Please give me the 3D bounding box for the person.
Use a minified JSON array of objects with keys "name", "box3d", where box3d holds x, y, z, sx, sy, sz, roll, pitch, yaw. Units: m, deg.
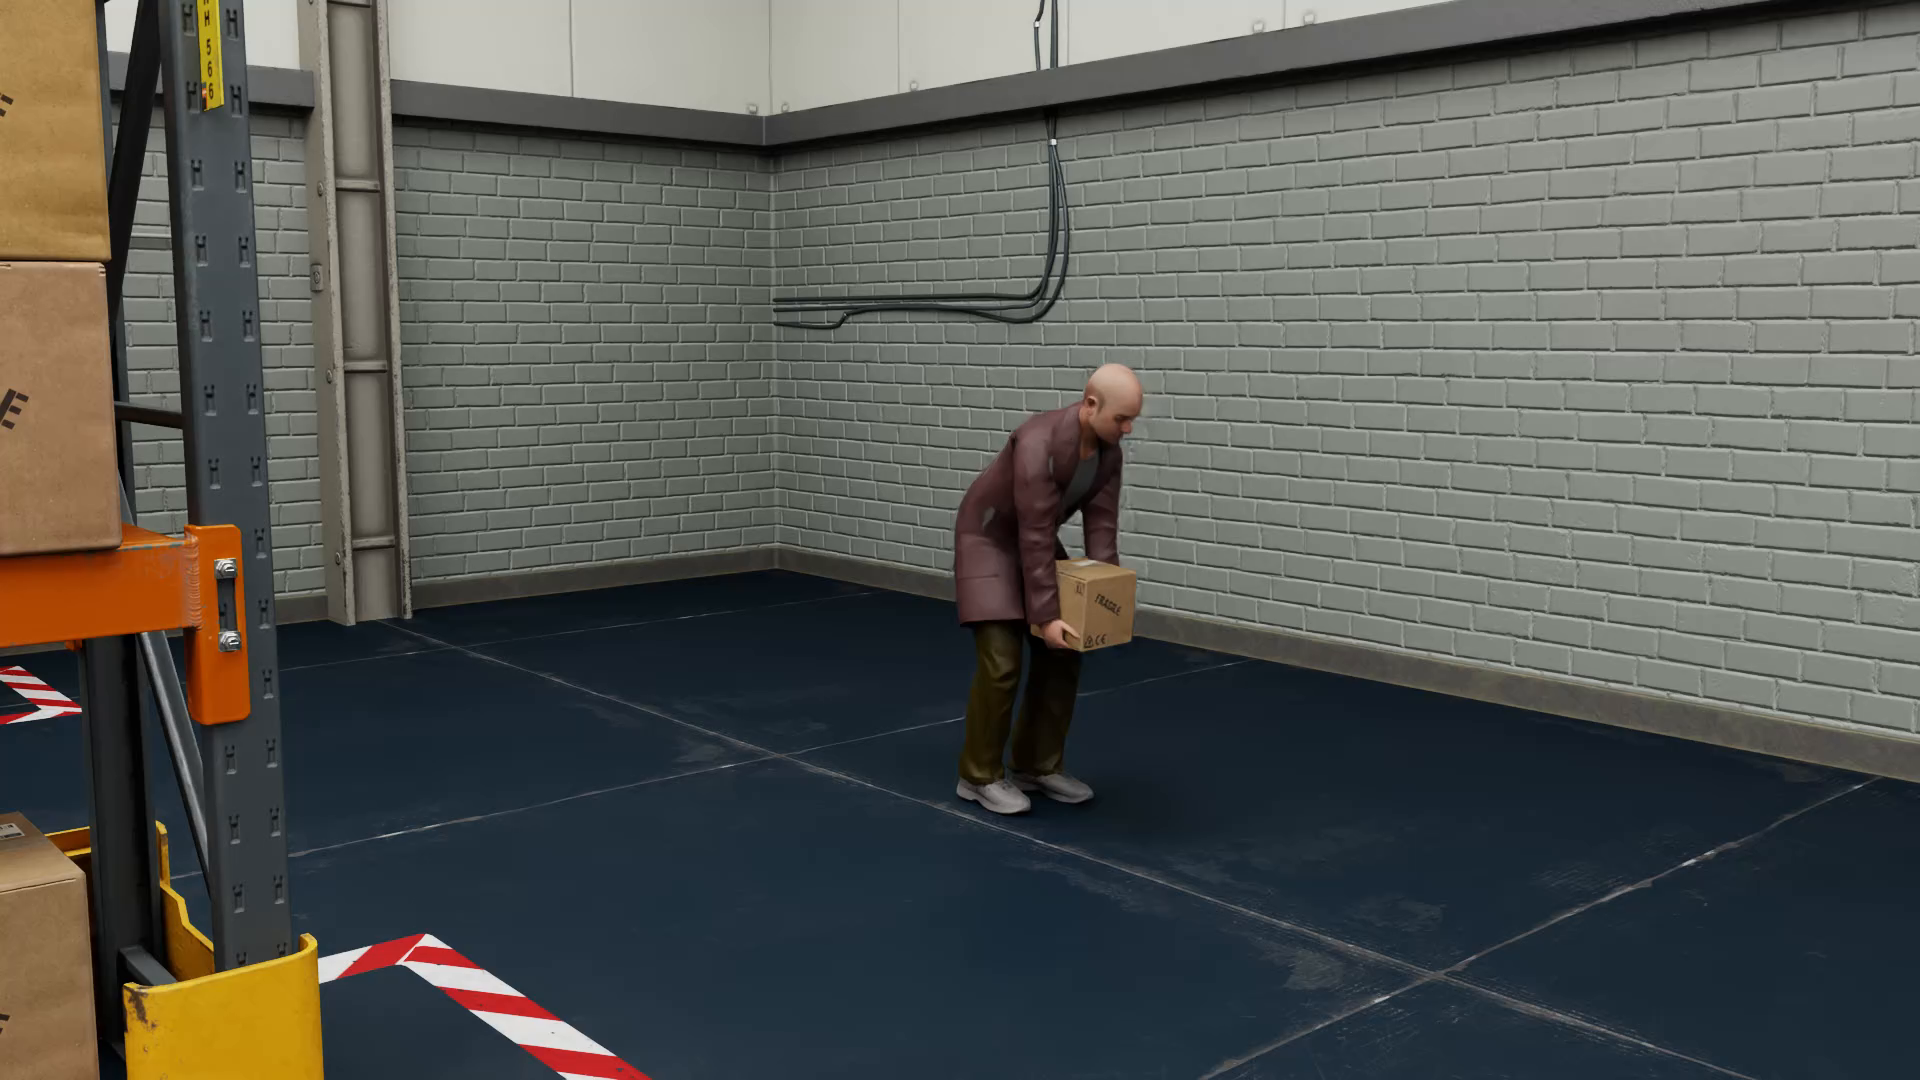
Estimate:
[{"name":"person","box3d":[0.310,0.177,5.808,0.539,1.565,0.757,-7,10,-42]}]
